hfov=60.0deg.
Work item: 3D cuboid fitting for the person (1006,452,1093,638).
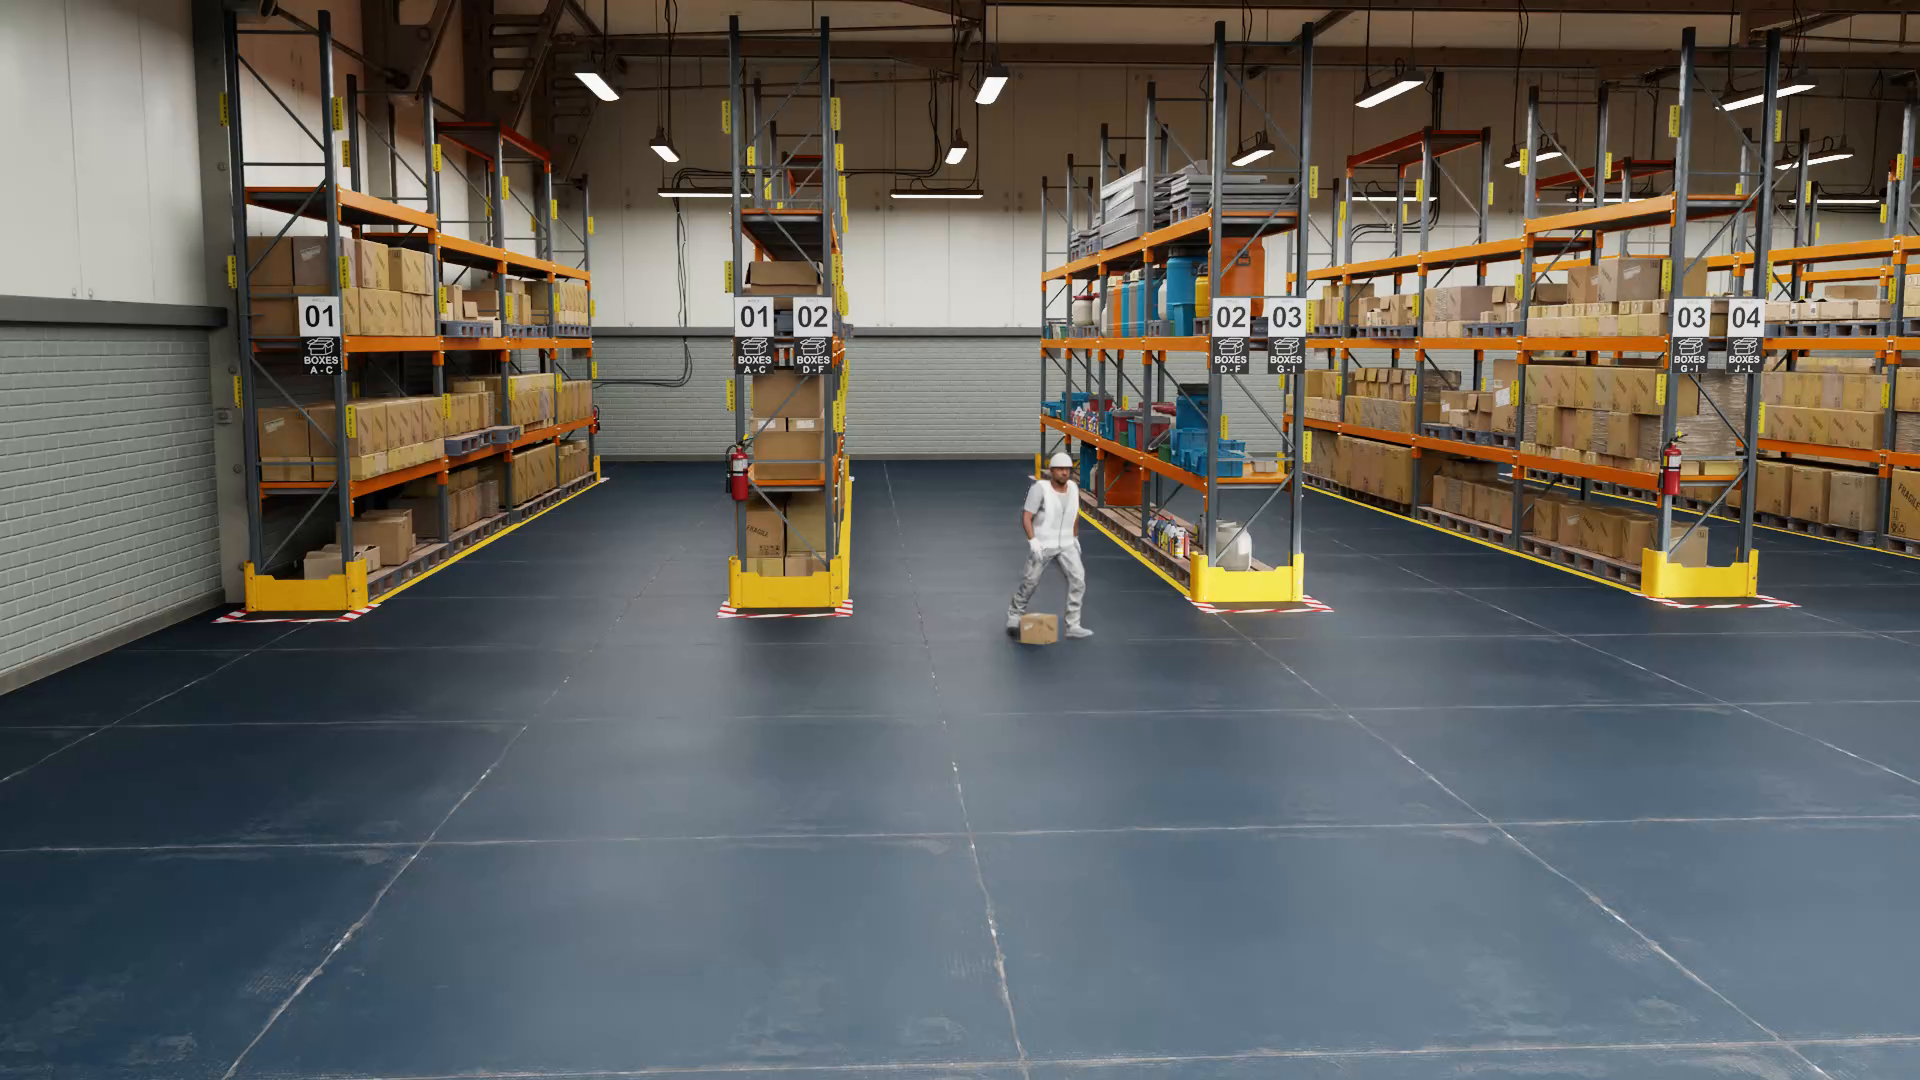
[{"bbox_3d":[0.824,0.034,15.472,0.668,1.724,0.867,-3,7,-24],"label":"person"}]
